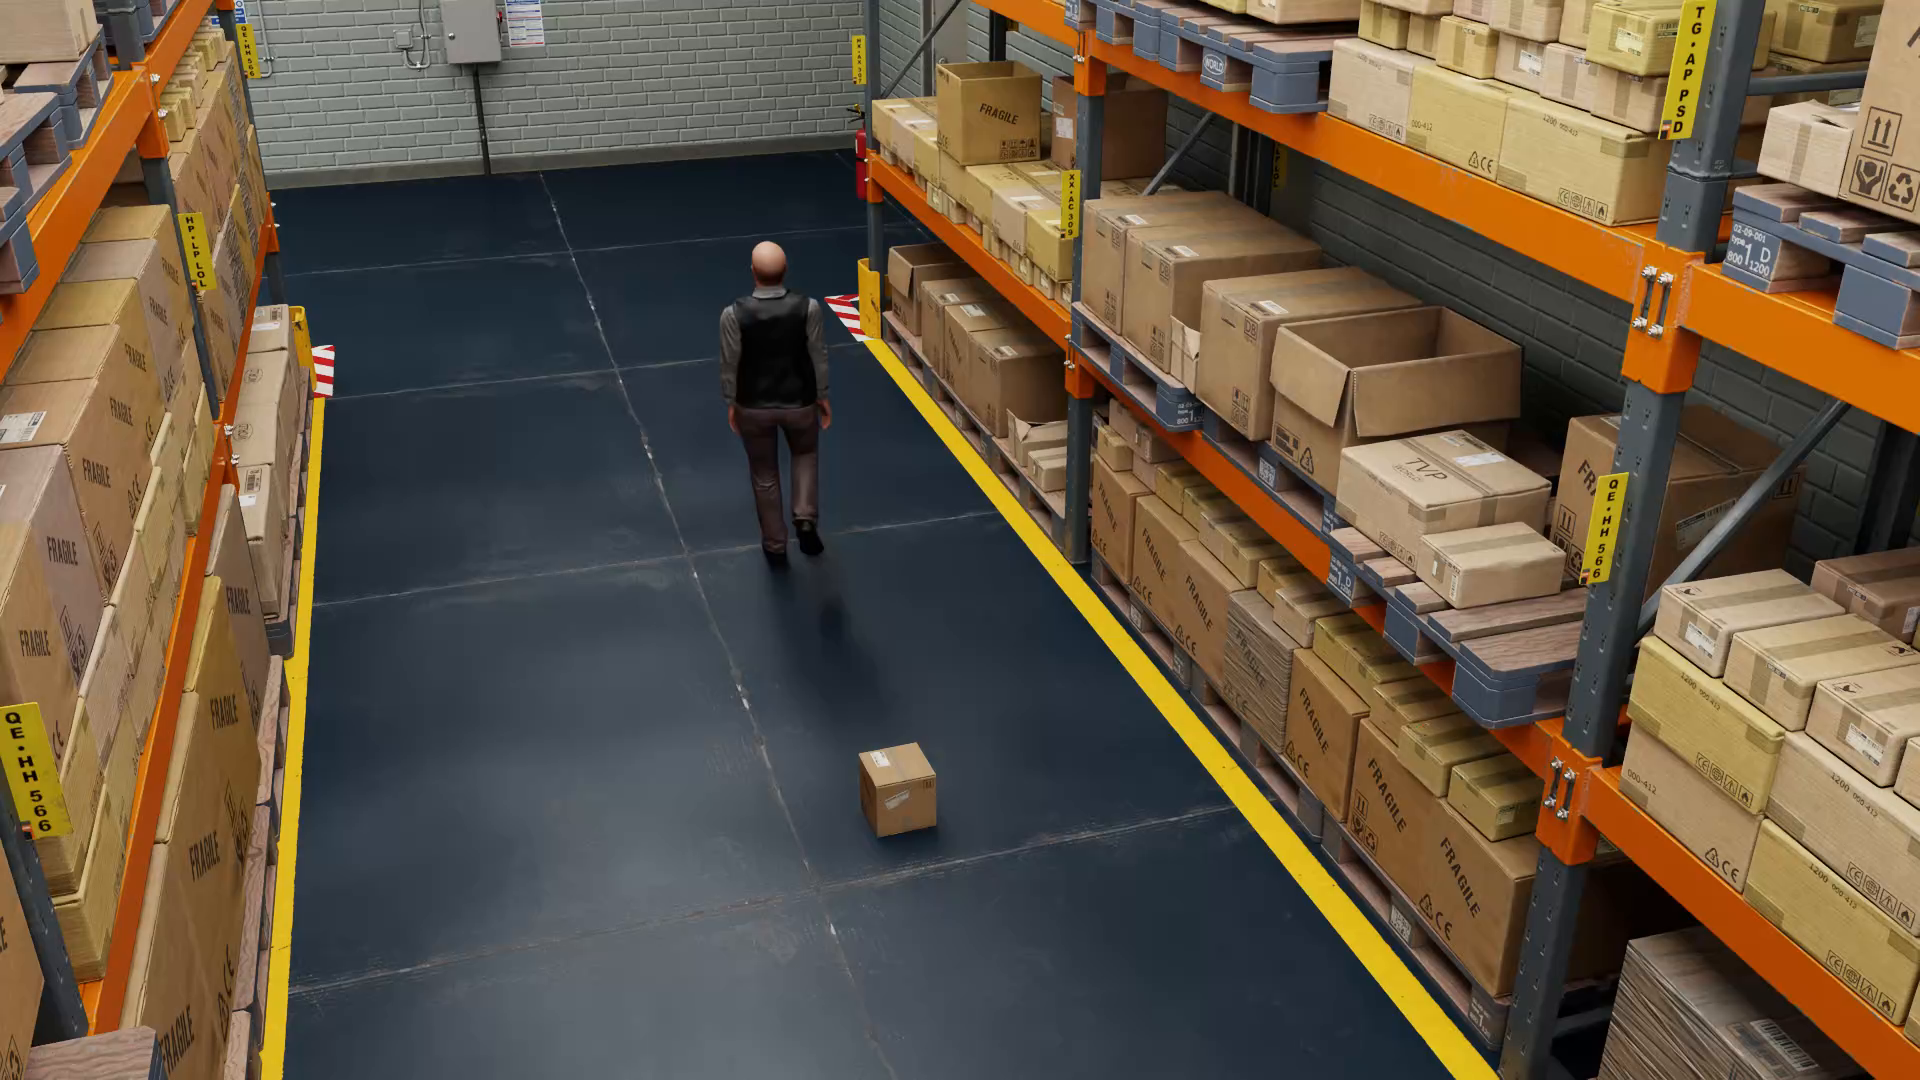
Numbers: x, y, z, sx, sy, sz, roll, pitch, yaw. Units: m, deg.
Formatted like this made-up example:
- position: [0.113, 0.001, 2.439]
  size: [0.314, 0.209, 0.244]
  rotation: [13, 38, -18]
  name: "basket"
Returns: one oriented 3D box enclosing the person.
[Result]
- position: [-0.940, -0.694, 8.488]
  size: [0.556, 1.714, 0.487]
  rotation: [-6, 27, -11]
  name: "person"
